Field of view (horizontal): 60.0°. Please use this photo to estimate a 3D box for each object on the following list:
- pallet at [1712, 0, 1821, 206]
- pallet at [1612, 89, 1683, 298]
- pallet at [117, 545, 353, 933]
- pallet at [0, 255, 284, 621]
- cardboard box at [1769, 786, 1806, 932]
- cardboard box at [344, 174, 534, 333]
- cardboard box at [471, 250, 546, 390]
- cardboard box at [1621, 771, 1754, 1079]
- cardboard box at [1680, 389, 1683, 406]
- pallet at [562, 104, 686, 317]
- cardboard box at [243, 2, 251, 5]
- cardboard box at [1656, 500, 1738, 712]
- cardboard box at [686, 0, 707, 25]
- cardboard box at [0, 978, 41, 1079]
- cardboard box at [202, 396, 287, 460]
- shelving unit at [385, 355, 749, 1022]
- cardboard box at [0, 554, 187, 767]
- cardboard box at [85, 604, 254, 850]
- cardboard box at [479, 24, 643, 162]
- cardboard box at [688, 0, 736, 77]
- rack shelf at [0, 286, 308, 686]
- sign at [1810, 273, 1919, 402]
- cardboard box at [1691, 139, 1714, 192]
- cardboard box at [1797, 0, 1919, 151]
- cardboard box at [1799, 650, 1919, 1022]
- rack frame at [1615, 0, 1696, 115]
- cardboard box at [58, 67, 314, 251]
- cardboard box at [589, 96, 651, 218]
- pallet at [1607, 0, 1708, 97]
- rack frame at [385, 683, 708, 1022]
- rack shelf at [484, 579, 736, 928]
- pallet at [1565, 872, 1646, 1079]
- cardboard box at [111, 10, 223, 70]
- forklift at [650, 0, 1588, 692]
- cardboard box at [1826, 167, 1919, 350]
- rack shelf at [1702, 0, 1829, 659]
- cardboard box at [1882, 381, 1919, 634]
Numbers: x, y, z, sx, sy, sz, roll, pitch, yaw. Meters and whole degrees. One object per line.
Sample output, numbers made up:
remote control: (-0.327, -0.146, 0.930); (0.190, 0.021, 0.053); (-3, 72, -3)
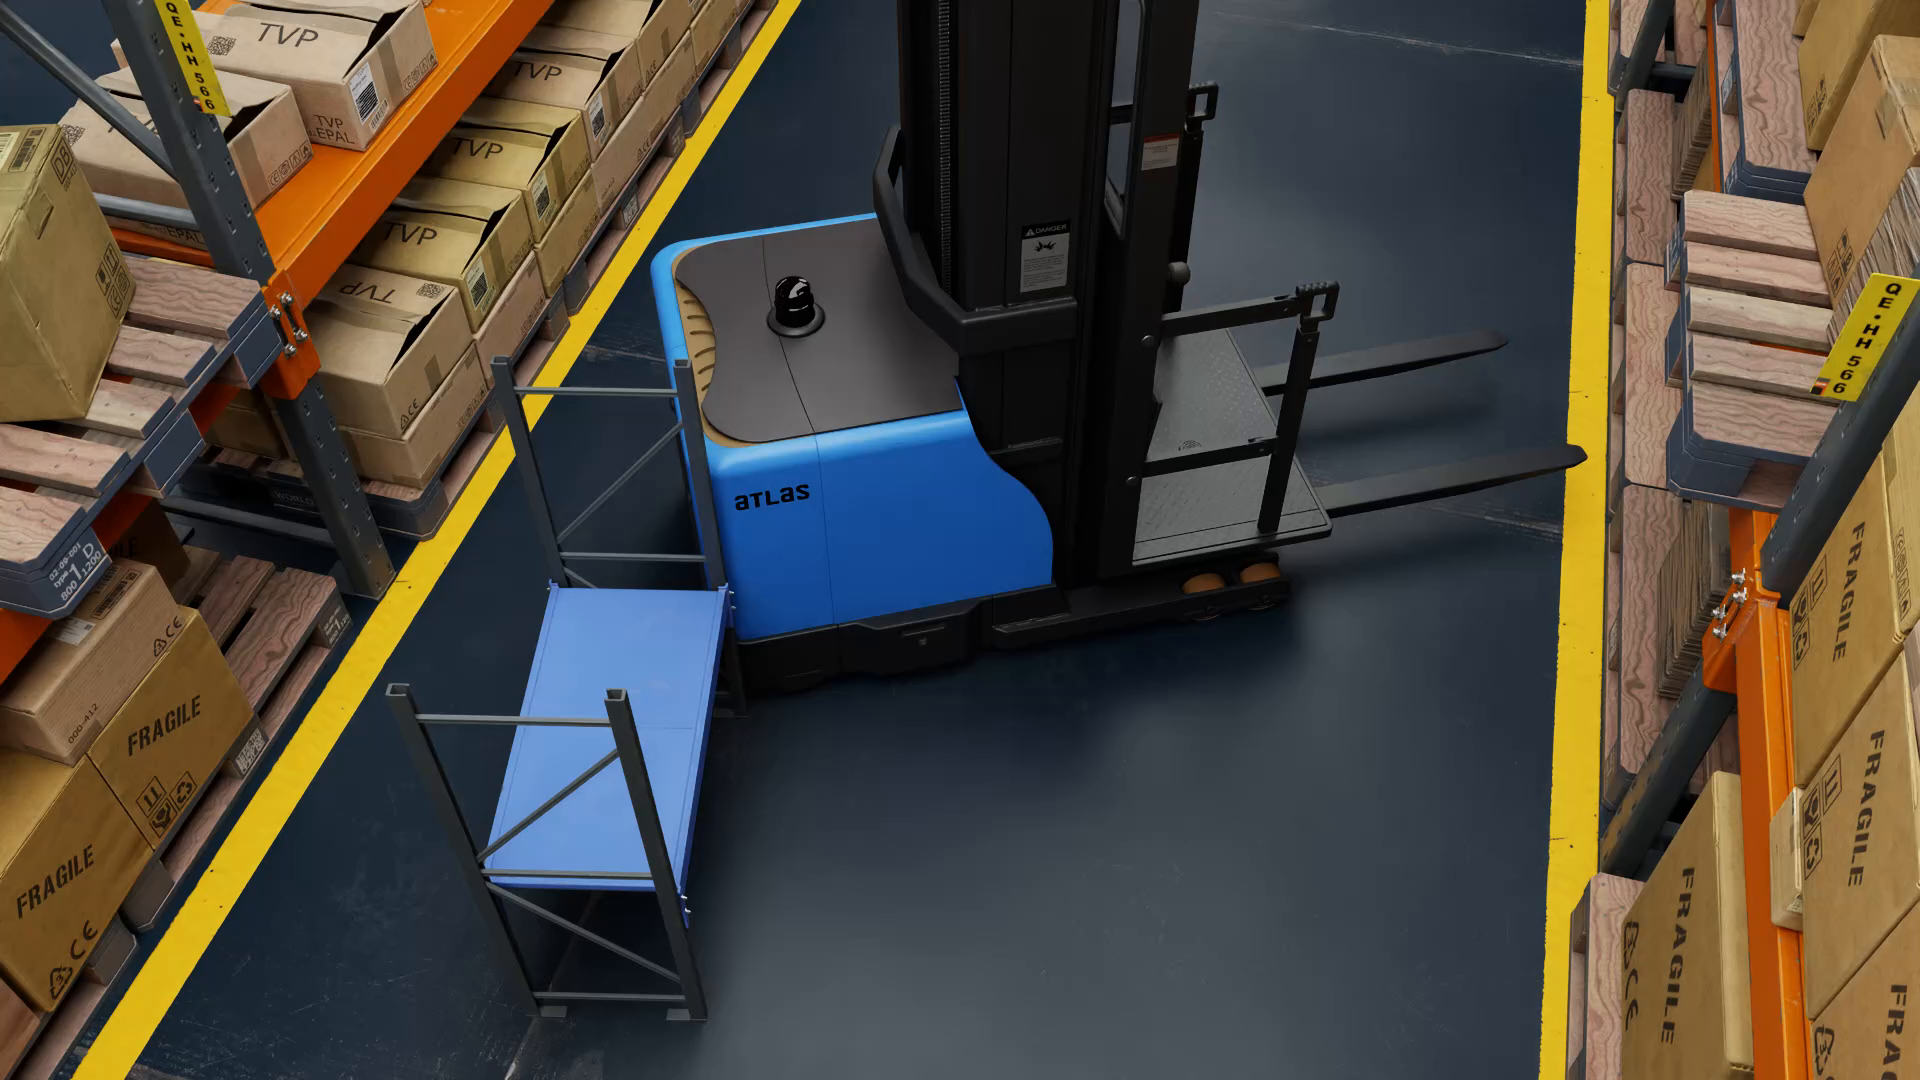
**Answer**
pallet: (2.854, -1.328, 5.049); (1.003, 0.211, 1.213); (12, 50, 10)
pallet: (3.222, -1.358, 6.808); (1.003, 0.211, 1.213); (12, 50, 10)
pallet: (-2.641, 0.529, 5.142); (1.003, 0.211, 1.213); (12, 50, 10)
pallet: (-2.518, -0.358, 4.194); (1.213, 0.211, 1.003); (12, 50, 10)
cardboard box: (1.836, 0.674, 3.309); (0.380, 0.149, 0.250); (13, 50, 11)
cardboard box: (-1.856, -1.043, 5.850); (0.500, 0.311, 0.500); (10, 49, 9)
cardboard box: (-1.855, -0.840, 6.044); (0.500, 0.250, 0.500); (10, 49, 9)
cardboard box: (2.052, 1.127, 3.908); (0.750, 0.750, 0.750); (11, 49, 10)
cardboard box: (2.863, -0.515, 5.578); (0.700, 0.500, 0.500); (11, 50, 10)
pallet: (-1.830, -1.471, 6.907); (1.003, 0.211, 1.213); (12, 50, 10)
cardboard box: (-2.126, -1.776, 5.485); (0.380, 0.149, 0.250); (15, 50, 13)
cardboard box: (2.512, 0.199, 4.947); (0.700, 0.500, 0.500); (12, 50, 11)
cardboard box: (-1.316, -2.507, 7.142); (0.500, 0.311, 0.500); (13, 50, 11)
cardboard box: (-2.696, 1.233, 4.035); (0.500, 0.500, 0.500); (10, 49, 9)
cardboard box: (-2.504, -0.584, 5.818); (0.500, 0.250, 0.500); (13, 50, 11)
shelving unit: (-0.934, 0.432, 4.368); (0.538, 1.500, 1.048); (1, 49, 1)
cardboard box: (-2.438, 0.272, 4.383); (0.500, 0.250, 0.500); (13, 50, 11)
cardboard box: (-2.427, 0.478, 4.701); (0.500, 0.500, 0.500); (13, 50, 12)
cardboard box: (-1.585, -1.784, 6.503); (0.500, 0.311, 0.500); (11, 49, 10)
cardboard box: (-1.319, -2.326, 7.356); (0.500, 0.250, 0.500); (11, 49, 9)
rack shelf: (-2.934, 0.759, 3.560); (1.077, 0.370, 4.000); (12, 50, 10)
sign: (1.846, -0.408, 3.390); (0.100, 0.325, 0.005); (12, 50, 10)
cardboard box: (3.160, -1.244, 6.221); (0.700, 0.500, 0.500); (11, 49, 9)
cardboard box: (2.793, -1.377, 4.605); (0.700, 0.500, 0.500); (12, 50, 10)
cardboard box: (1.851, 0.588, 2.952); (0.500, 0.500, 0.500); (13, 50, 11)
rack frame: (3.425, -2.844, 6.260); (1.000, 3.000, 0.127); (12, 50, 10)
cardboard box: (-2.270, -1.151, 4.825); (0.500, 0.311, 0.500); (14, 50, 12)
cardboard box: (-1.589, -1.588, 6.705); (0.500, 0.250, 0.500); (12, 50, 11)
pallet: (3.568, -2.415, 7.740); (1.003, 0.211, 1.213); (12, 50, 10)
rack frame: (-0.947, 0.813, 4.032); (0.500, 1.500, 0.032); (1, 49, 1)
rack shelf: (-0.934, 0.551, 4.503); (0.538, 0.185, 1.000); (1, 49, 1)
pallet: (2.092, 1.527, 4.262); (1.003, 0.211, 1.213); (12, 50, 10)
cardboard box: (-2.437, -1.548, 5.283); (0.380, 0.149, 0.250); (12, 50, 10)
forklift: (0.606, -1.080, 4.748); (3.031, 2.935, 1.130); (-10, 49, -9)
cardboard box: (2.487, -0.472, 3.806); (0.700, 0.500, 0.500); (6, 49, 6)
rack shelf: (2.899, -1.160, 5.253); (1.077, 0.370, 4.000); (12, 50, 10)
cardboard box: (1.997, -0.039, 3.005); (0.500, 0.250, 0.500); (13, 50, 11)
